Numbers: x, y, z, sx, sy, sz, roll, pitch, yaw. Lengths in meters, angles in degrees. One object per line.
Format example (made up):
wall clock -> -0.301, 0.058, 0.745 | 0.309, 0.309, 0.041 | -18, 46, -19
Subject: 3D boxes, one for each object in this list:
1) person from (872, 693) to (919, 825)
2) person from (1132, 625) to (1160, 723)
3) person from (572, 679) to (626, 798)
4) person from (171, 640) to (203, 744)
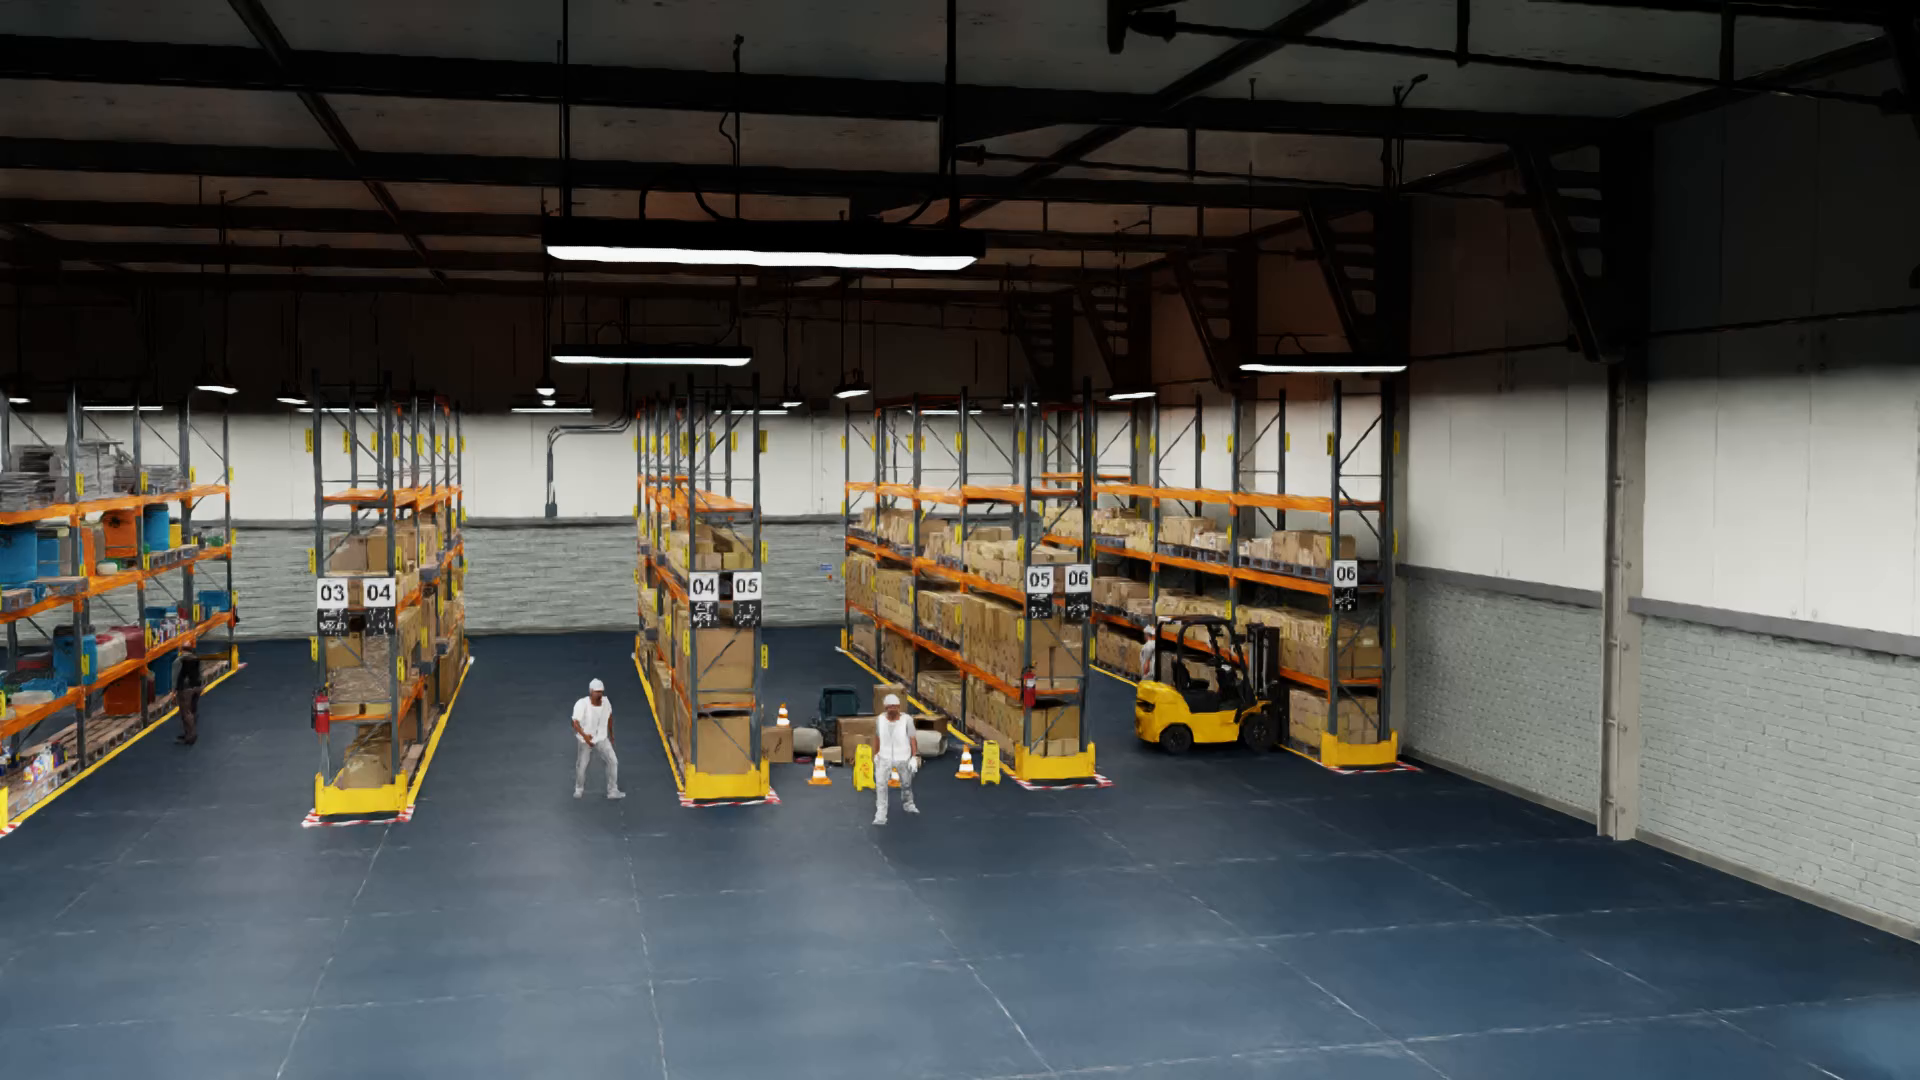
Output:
person -> -0.858, 2.873, 22.013 | 0.607, 1.731, 0.984 | 0, 3, 7
person -> 3.313, 2.397, 29.407 | 0.570, 1.786, 0.653 | 1, 3, 14
person -> -5.148, 2.790, 23.391 | 0.706, 1.707, 0.765 | -2, 4, -35
person -> -12.951, 2.525, 27.824 | 0.576, 1.708, 0.626 | 1, 3, 19
